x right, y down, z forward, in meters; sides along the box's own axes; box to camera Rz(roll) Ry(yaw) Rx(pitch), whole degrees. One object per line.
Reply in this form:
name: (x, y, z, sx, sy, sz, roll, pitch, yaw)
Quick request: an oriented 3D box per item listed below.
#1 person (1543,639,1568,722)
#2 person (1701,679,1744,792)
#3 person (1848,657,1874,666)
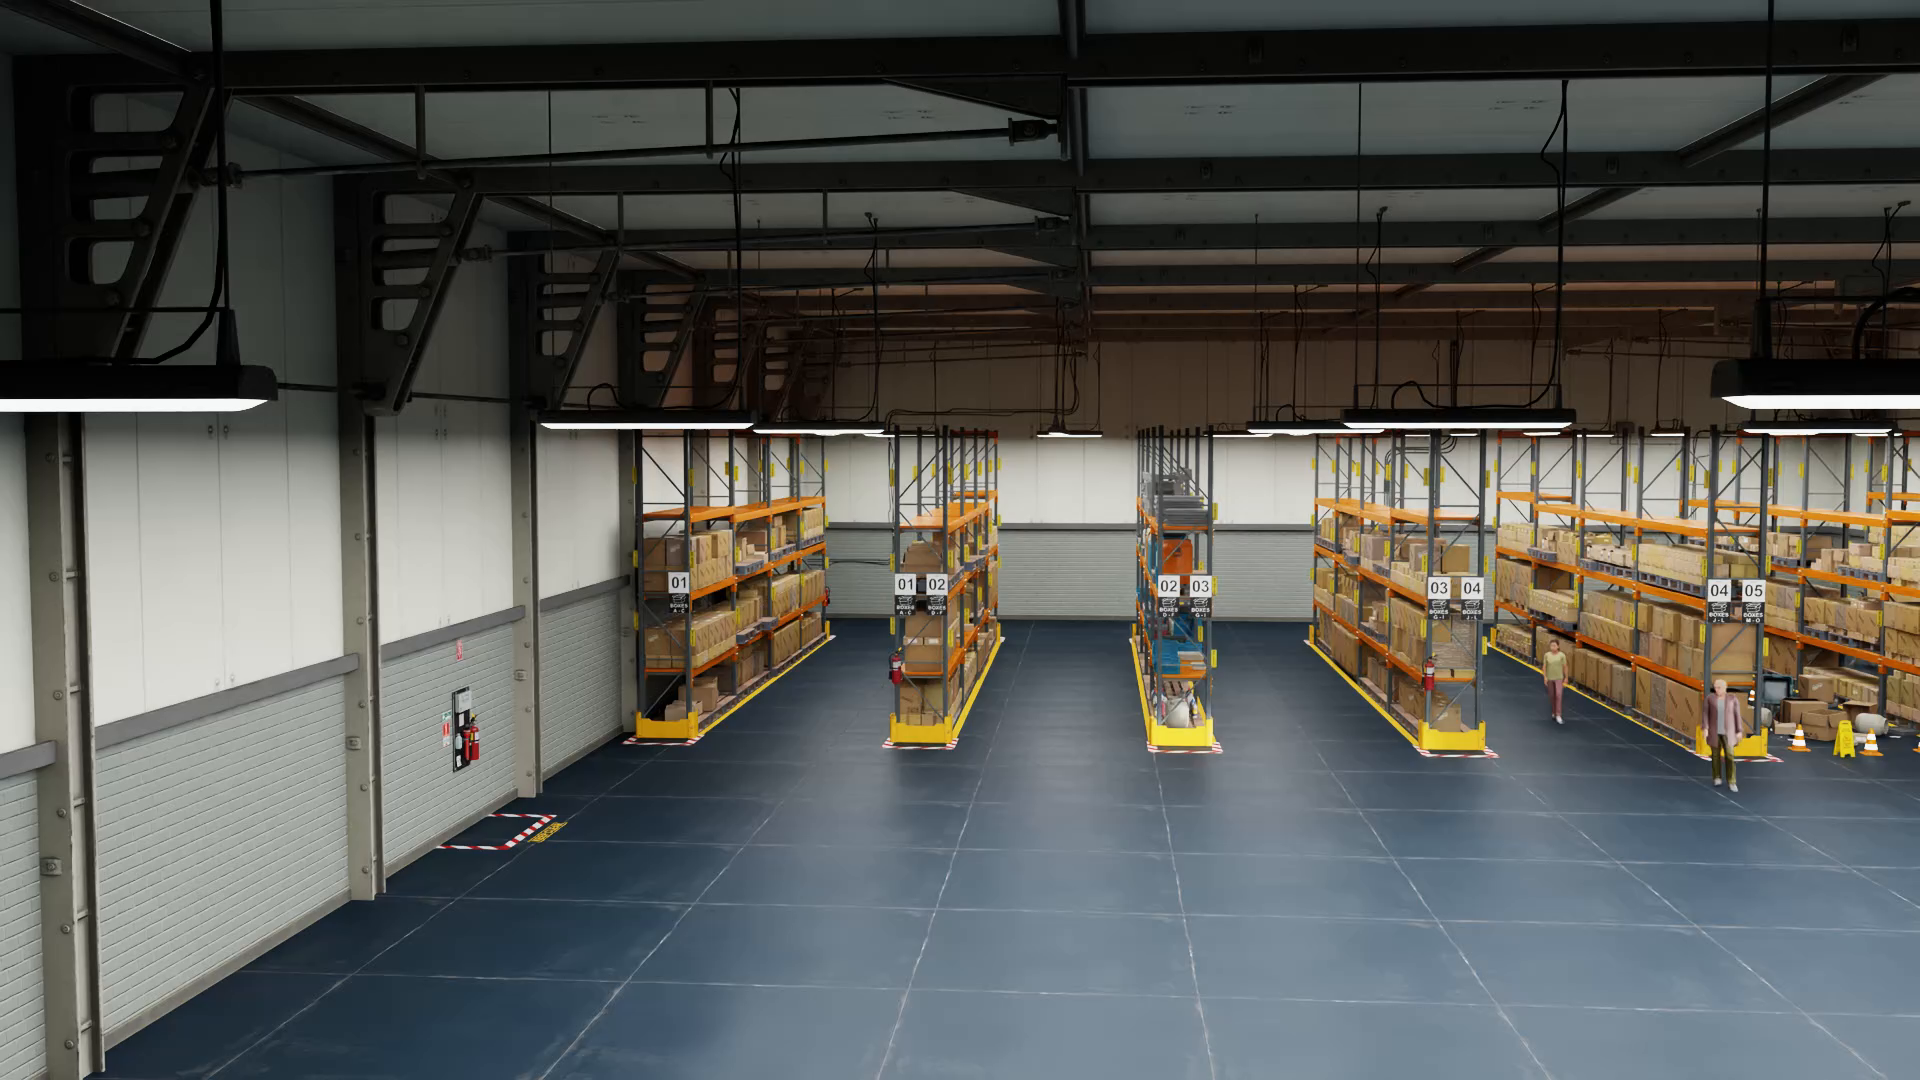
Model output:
person: (12.118, 2.841, 33.893, 0.508, 1.638, 0.871, 2, 4, 33)
person: (12.542, 3.214, 27.382, 0.633, 1.850, 0.573, 2, 4, 32)
person: (22.939, 2.355, 42.160, 0.545, 1.773, 0.555, -1, 4, -18)
